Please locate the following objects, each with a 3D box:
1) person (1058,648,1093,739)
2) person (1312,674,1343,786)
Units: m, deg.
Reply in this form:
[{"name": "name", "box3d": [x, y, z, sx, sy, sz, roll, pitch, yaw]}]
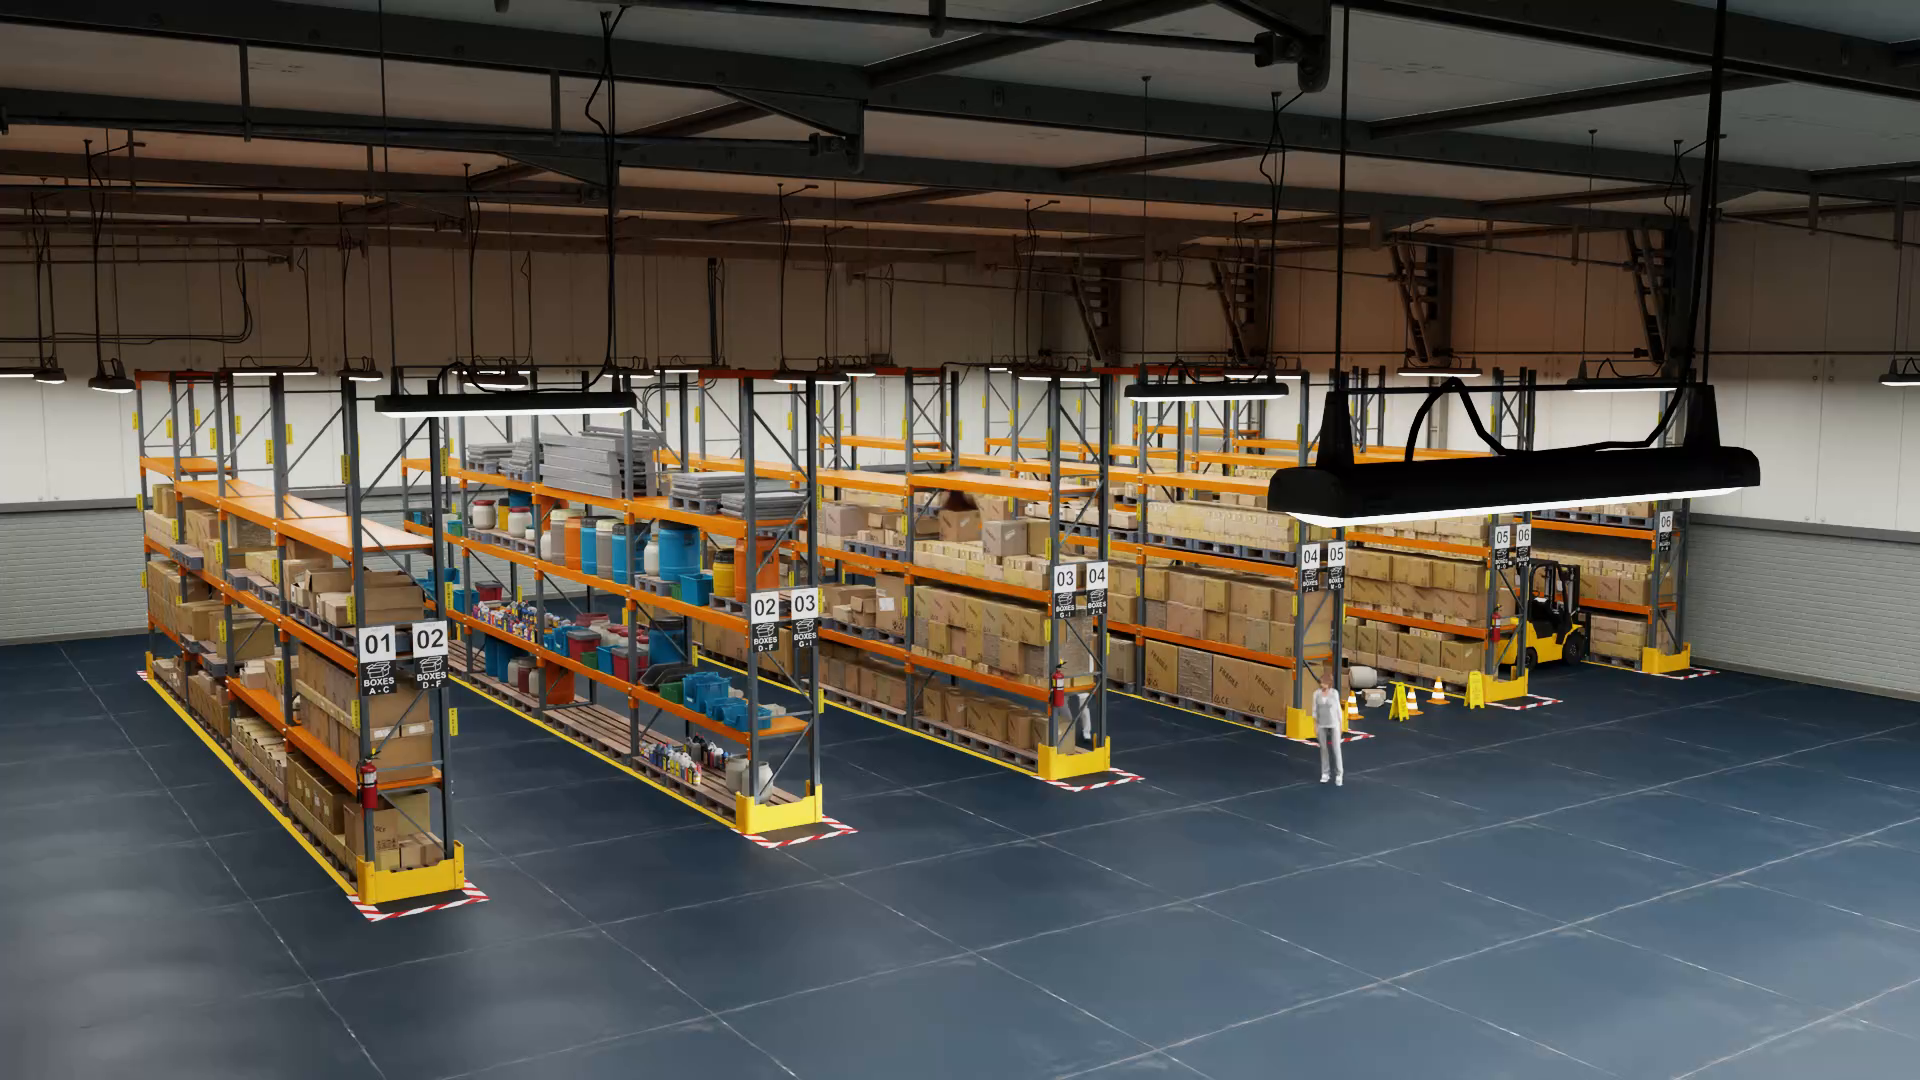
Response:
[{"name": "person", "box3d": [1.880, 2.348, 27.311, 0.630, 1.783, 0.473, 2, 7, 17]}, {"name": "person", "box3d": [5.427, 2.780, 24.535, 0.488, 1.624, 0.363, 3, 7, 22]}]
